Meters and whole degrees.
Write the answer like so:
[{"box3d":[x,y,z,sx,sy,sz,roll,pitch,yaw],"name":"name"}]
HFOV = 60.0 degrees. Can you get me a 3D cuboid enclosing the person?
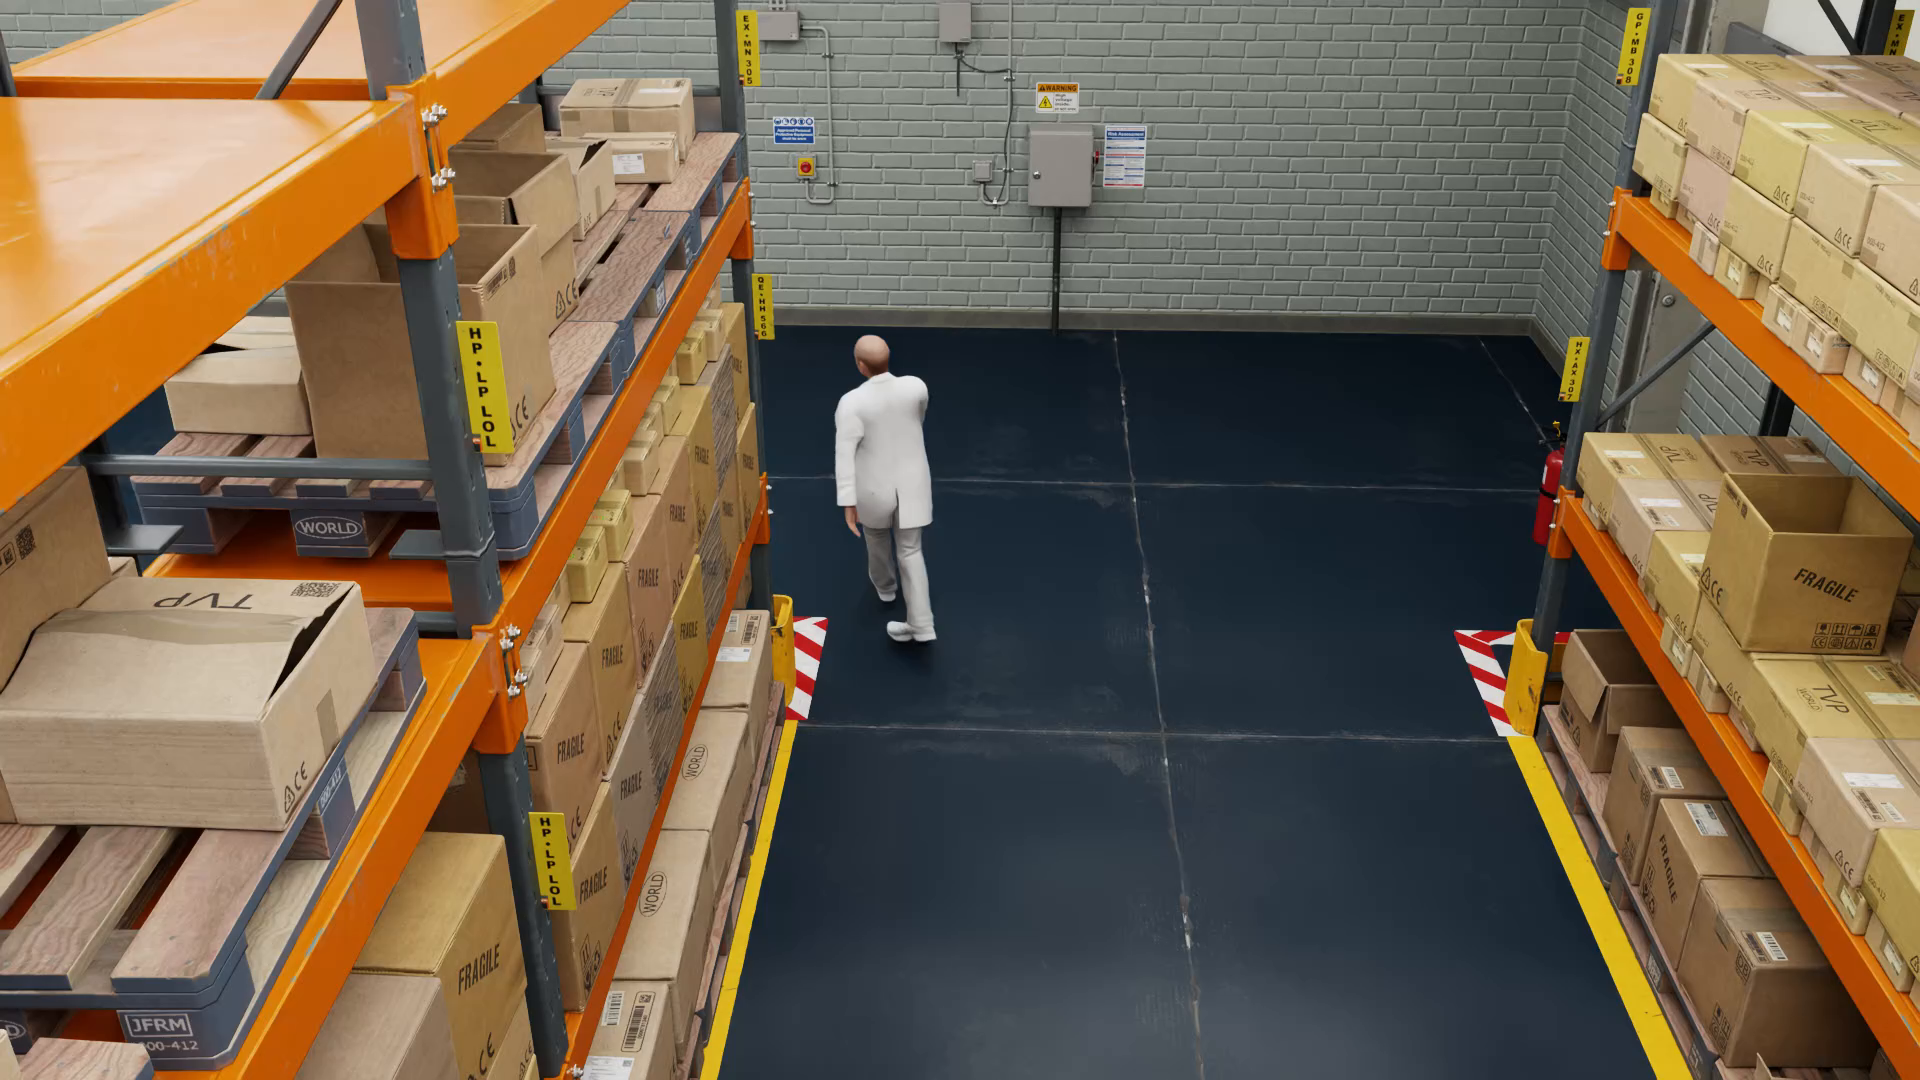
[{"box3d":[-0.442,-0.322,9.260,0.567,1.733,1.058,-6,28,-11],"name":"person"}]
